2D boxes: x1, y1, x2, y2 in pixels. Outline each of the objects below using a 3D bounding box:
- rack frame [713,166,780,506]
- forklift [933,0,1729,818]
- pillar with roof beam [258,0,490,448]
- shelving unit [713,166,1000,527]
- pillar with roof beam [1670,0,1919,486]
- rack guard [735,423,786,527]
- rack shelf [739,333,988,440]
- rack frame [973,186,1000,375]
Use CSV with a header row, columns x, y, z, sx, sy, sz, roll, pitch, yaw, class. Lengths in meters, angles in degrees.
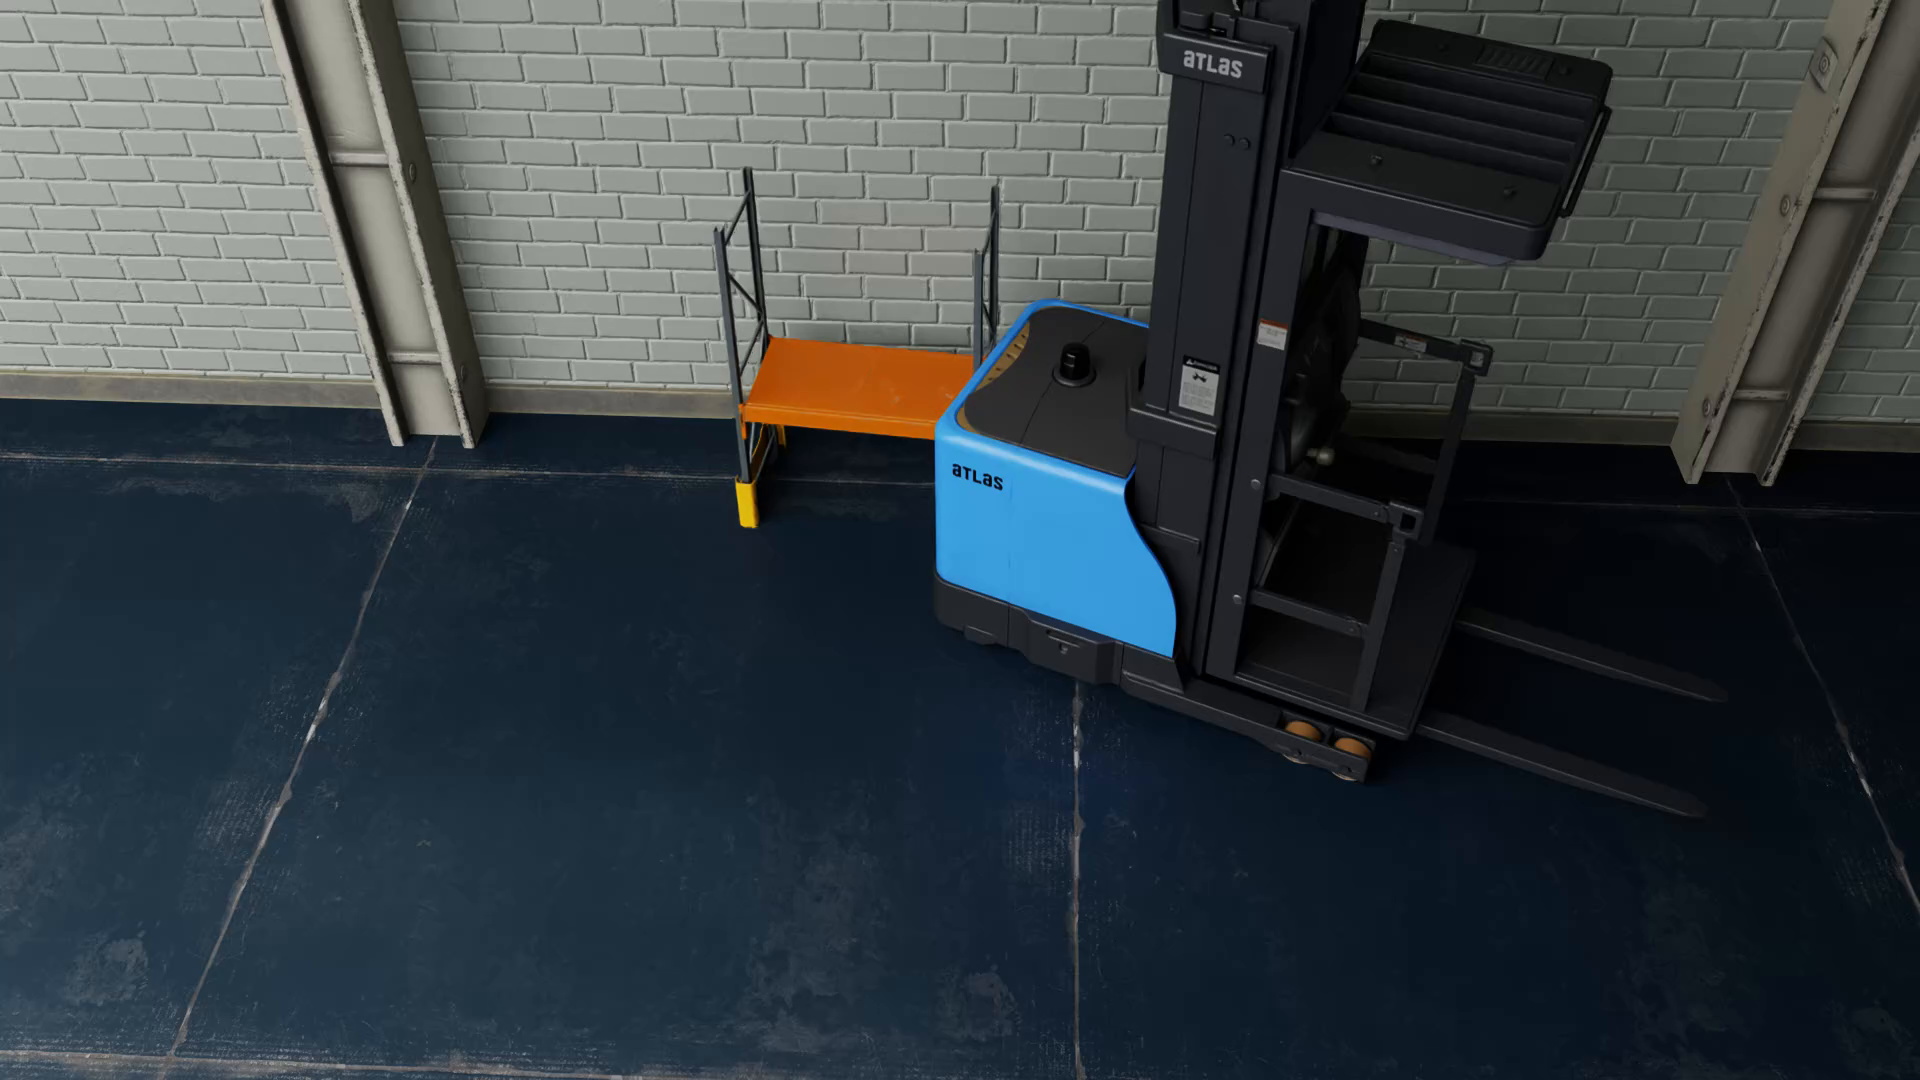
x,y,z,sx,sy,sz,roll,pitch,yaw,class
-0.899,-0.805,7.099,0.032,1.500,0.500,6,43,6,rack frame
1.445,-0.571,5.798,3.031,2.935,1.130,18,46,19,forklift
-2.658,-0.903,1.703,0.400,9.000,9.100,2,43,2,pillar with roof beam
-0.405,-0.753,7.044,1.083,1.500,0.587,6,43,6,shelving unit
3.336,-0.719,1.505,0.400,9.000,9.100,2,43,2,pillar with roof beam
-0.897,-0.347,7.525,0.087,0.250,0.587,6,43,6,rack guard
-0.396,-0.621,7.165,1.000,0.185,0.538,6,43,6,rack shelf
0.106,-0.700,6.986,0.032,1.500,0.500,6,43,6,rack frame
